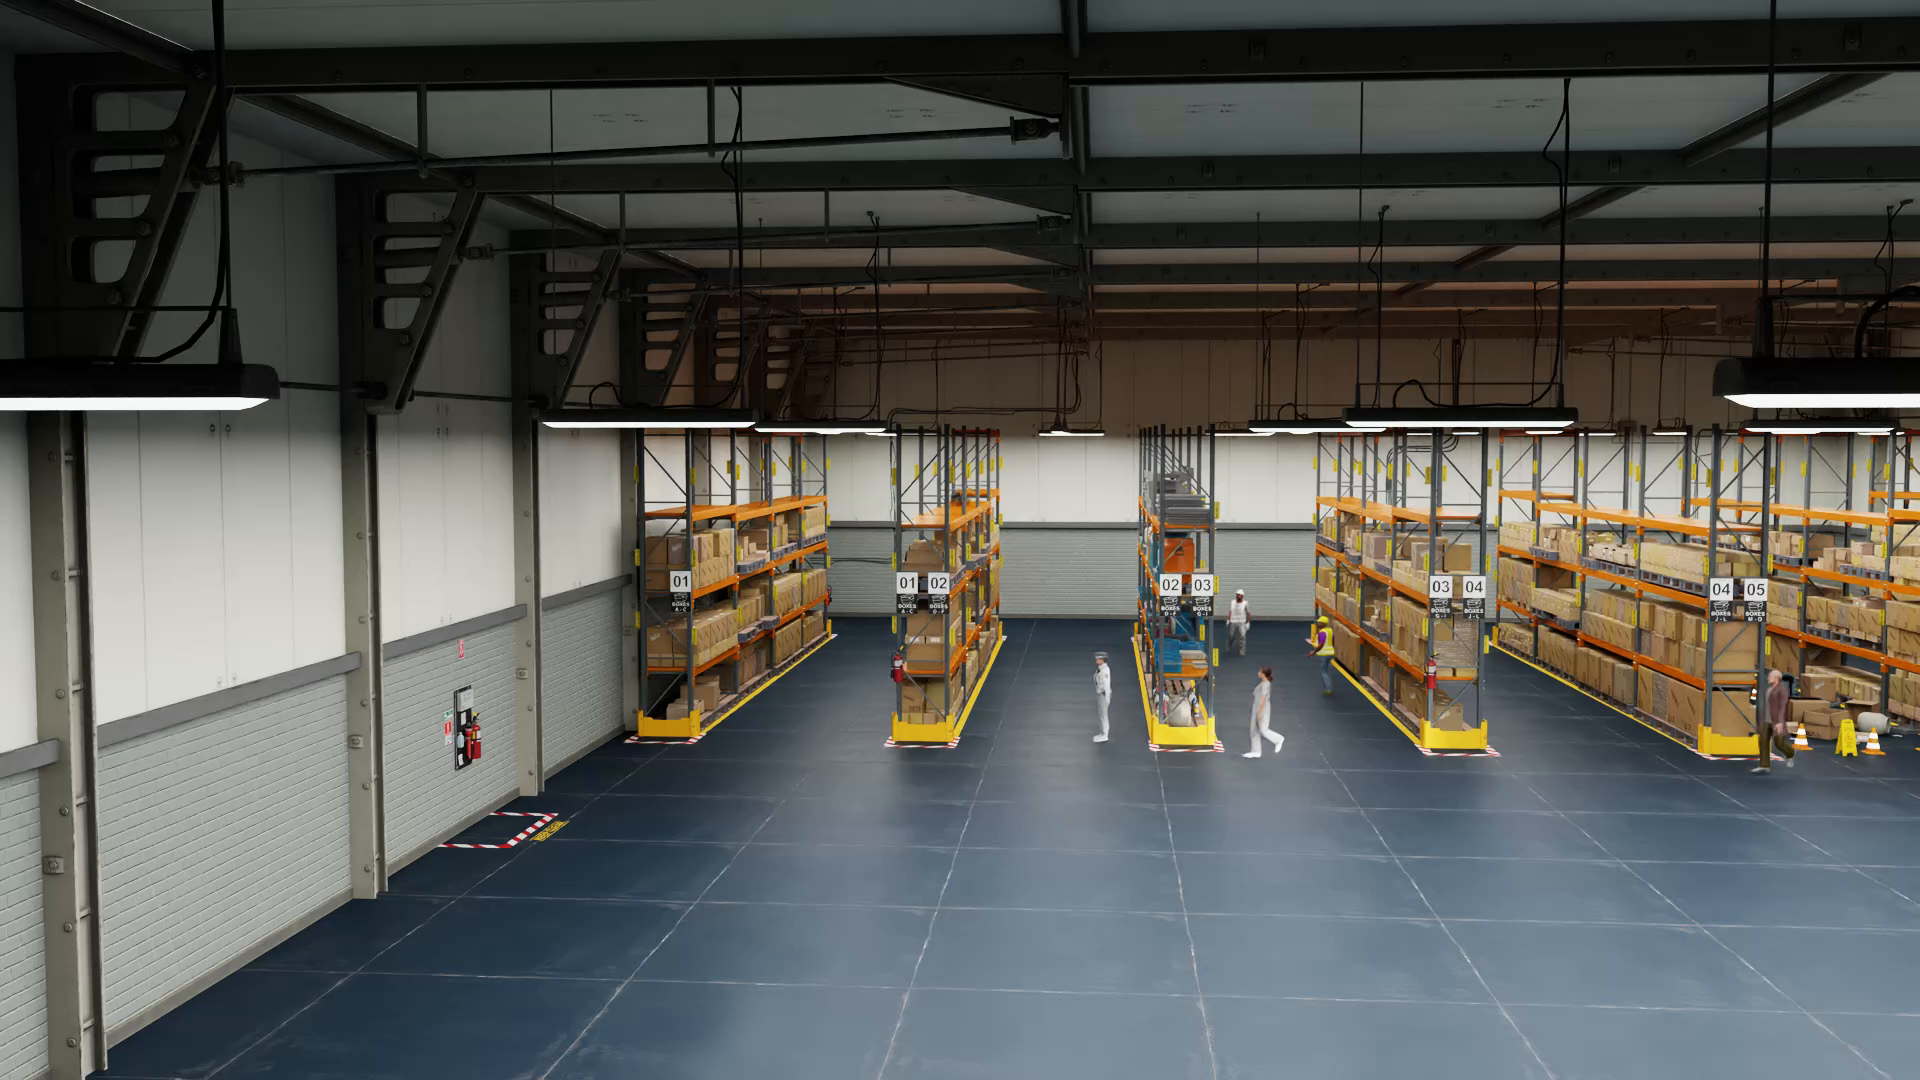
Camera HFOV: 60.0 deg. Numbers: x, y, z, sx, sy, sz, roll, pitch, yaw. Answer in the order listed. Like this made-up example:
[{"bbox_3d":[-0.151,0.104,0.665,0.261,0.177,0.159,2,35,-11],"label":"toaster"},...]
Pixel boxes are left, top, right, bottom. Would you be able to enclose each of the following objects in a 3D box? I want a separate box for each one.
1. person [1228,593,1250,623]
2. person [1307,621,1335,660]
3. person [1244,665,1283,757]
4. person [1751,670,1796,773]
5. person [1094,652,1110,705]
[{"bbox_3d":[7.345,1.869,43.921,0.623,1.049,0.412,0,3,2],"label":"person"},{"bbox_3d":[8.173,2.239,37.348,0.697,0.985,0.399,-2,4,-31],"label":"person"},{"bbox_3d":[5.466,3.070,29.805,0.666,1.658,0.430,-2,4,-31],"label":"person"},{"bbox_3d":[13.972,3.106,28.451,0.809,1.771,0.490,-2,4,-30],"label":"person"},{"bbox_3d":[2.689,2.627,31.579,0.273,0.996,0.513,0,3,-4],"label":"person"}]
